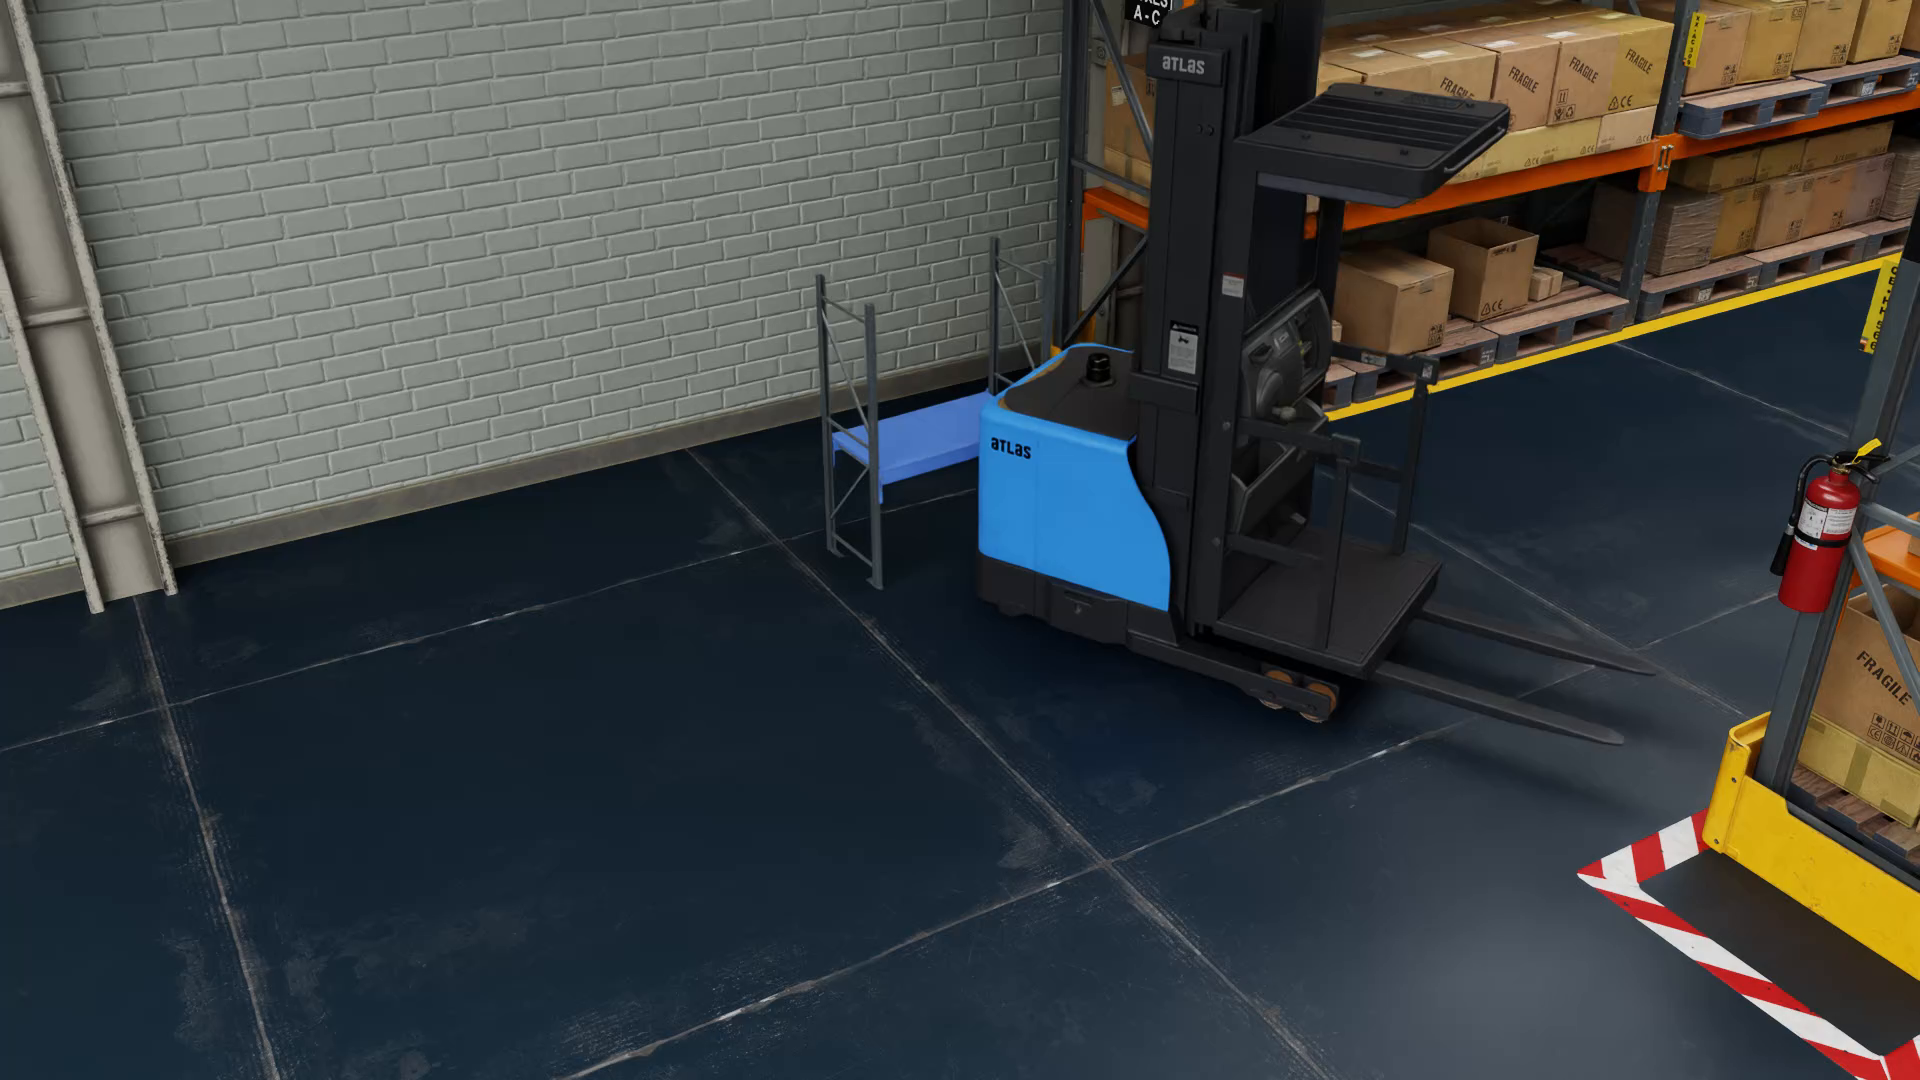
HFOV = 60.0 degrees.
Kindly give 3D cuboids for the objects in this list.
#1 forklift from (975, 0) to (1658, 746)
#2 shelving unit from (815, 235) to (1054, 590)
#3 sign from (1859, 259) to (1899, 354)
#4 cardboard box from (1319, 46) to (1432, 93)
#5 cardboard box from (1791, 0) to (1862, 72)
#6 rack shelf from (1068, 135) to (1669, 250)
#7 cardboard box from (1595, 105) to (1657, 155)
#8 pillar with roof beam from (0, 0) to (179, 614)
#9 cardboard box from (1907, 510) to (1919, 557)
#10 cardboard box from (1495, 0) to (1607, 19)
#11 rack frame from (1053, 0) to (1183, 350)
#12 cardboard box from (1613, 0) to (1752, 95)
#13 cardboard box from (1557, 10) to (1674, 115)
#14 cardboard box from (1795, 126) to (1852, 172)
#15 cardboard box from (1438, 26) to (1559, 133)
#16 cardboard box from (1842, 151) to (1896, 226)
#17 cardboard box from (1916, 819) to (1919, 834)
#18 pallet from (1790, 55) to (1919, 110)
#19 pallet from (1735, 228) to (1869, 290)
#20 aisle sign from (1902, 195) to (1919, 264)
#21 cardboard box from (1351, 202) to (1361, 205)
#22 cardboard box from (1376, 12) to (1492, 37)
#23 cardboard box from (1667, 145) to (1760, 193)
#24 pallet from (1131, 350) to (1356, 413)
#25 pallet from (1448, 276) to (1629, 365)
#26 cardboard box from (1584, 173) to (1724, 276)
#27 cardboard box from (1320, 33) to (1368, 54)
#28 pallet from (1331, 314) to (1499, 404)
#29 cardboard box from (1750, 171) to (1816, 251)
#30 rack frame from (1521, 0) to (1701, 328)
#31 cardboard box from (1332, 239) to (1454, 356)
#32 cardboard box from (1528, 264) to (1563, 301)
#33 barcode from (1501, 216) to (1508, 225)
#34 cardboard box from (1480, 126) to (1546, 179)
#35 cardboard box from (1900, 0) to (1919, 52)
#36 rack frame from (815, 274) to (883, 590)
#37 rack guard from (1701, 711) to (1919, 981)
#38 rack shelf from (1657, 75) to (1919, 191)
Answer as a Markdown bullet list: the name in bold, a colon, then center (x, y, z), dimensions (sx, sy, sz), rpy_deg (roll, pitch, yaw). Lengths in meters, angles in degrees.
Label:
- **forklift**: center (1.593, -0.778, 7.126), dimensions (3.031, 2.935, 1.130), rpy_deg (17, 33, 28)
- **shelving unit**: center (-0.118, -0.650, 8.376), dimensions (1.048, 1.500, 0.538), rpy_deg (-18, 34, -29)
- **sign**: center (3.123, -0.780, 5.616), dimensions (0.005, 0.325, 0.100), rpy_deg (-16, 33, -26)
- **cardboard box**: center (2.317, -2.507, 9.546), dimensions (0.500, 0.500, 0.500), rpy_deg (-17, 33, -28)
- **cardboard box**: center (5.815, -3.637, 11.677), dimensions (0.500, 0.500, 0.700), rpy_deg (-11, 31, -20)
- **rack shelf**: center (2.598, -2.177, 10.336), dimensions (4.000, 0.370, 1.077), rpy_deg (-16, 33, -26)
- **cardboard box**: center (4.067, -2.683, 10.641), dimensions (0.500, 0.250, 0.500), rpy_deg (-16, 33, -26)
- **pillar with roof beam**: center (-1.953, -1.899, 2.878), dimensions (0.400, 9.000, 9.100), rpy_deg (-16, 33, -26)
- **cardboard box**: center (3.795, -0.093, 5.710), dimensions (0.500, 0.500, 0.700), rpy_deg (-16, 33, -26)
- **cardboard box**: center (3.811, -3.225, 10.848), dimensions (0.500, 0.500, 0.500), rpy_deg (-17, 33, -27)
- **rack frame**: center (0.873, -2.003, 9.275), dimensions (0.127, 3.000, 1.000), rpy_deg (-16, 33, -26)
- **cardboard box**: center (4.778, -3.329, 11.118), dimensions (0.500, 0.500, 0.700), rpy_deg (-16, 33, -26)
- **cardboard box**: center (4.071, -3.009, 10.456), dimensions (0.500, 0.500, 0.500), rpy_deg (-16, 33, -26)
- **cardboard box**: center (6.212, -2.948, 12.343), dimensions (0.500, 0.250, 0.500), rpy_deg (-16, 33, -27)
- **cardboard box**: center (3.204, -2.765, 10.015), dimensions (0.500, 0.500, 0.500), rpy_deg (-17, 33, -28)
- **cardboard box**: center (6.673, -2.784, 12.821), dimensions (0.500, 0.500, 0.700), rpy_deg (-16, 33, -26)
- **cardboard box**: center (3.961, 1.041, 6.170), dimensions (0.500, 0.250, 0.500), rpy_deg (-16, 33, -26)
- **pallet**: center (6.085, -3.375, 11.961), dimensions (1.213, 0.211, 1.003), rpy_deg (-16, 33, -26)
- **pallet**: center (6.046, -2.253, 12.614), dimensions (1.213, 0.211, 1.003), rpy_deg (-16, 33, -26)
- **aisle sign**: center (3.181, -1.185, 5.101), dimensions (0.004, 0.787, 0.394), rpy_deg (-16, 33, -26)
- **cardboard box**: center (2.338, -2.188, 9.745), dimensions (0.500, 0.250, 0.500), rpy_deg (-16, 33, -27)
- **cardboard box**: center (2.931, -2.981, 10.405), dimensions (0.500, 0.500, 0.500), rpy_deg (-15, 32, -25)
- **cardboard box**: center (5.326, -2.705, 11.902), dimensions (0.500, 0.250, 0.500), rpy_deg (-17, 33, -27)
- **pallet**: center (1.657, -0.985, 10.316), dimensions (1.213, 0.211, 1.003), rpy_deg (-16, 33, -26)
- **pallet**: center (3.761, -1.582, 11.398), dimensions (1.213, 0.211, 1.003), rpy_deg (-16, 33, -26)
- **cardboard box**: center (4.948, -2.267, 11.886), dimensions (0.500, 0.500, 0.700), rpy_deg (-15, 32, -25)
- **cardboard box**: center (2.055, -2.726, 9.943), dimensions (0.500, 0.500, 0.500), rpy_deg (-17, 33, -28)
- **pallet**: center (2.708, -1.281, 10.853), dimensions (1.213, 0.211, 1.003), rpy_deg (-16, 33, -26)
- **cardboard box**: center (5.829, -2.523, 12.349), dimensions (0.500, 0.500, 0.700), rpy_deg (-15, 32, -26)
- **rack frame**: center (4.322, -2.982, 11.049), dimensions (0.127, 3.000, 1.000), rpy_deg (-16, 33, -26)
- **cardboard box**: center (2.665, -1.531, 10.552), dimensions (0.500, 0.500, 0.700), rpy_deg (-18, 34, -29)
- **cardboard box**: center (3.876, -1.791, 11.367), dimensions (0.250, 0.166, 0.380), rpy_deg (-21, 35, -33)
- **barcode**: center (3.735, -2.188, 11.411), dimensions (0.075, 0.075, 0.001), rpy_deg (-16, 33, -26)
- **cardboard box**: center (3.208, -2.435, 10.192), dimensions (0.500, 0.250, 0.500), rpy_deg (-16, 33, -27)
- **cardboard box**: center (6.902, -3.930, 12.208), dimensions (0.500, 0.500, 0.700), rpy_deg (-19, 34, -31)
- **rack frame**: center (-0.540, -0.513, 8.128), dimensions (0.032, 1.500, 0.500), rpy_deg (-18, 34, -29)
- **rack guard**: center (3.365, 1.160, 6.130), dimensions (0.348, 0.500, 1.175), rpy_deg (-16, 33, -26)
- **rack shelf**: center (6.046, -3.157, 12.110), dimensions (4.000, 0.370, 1.077), rpy_deg (-16, 33, -26)
